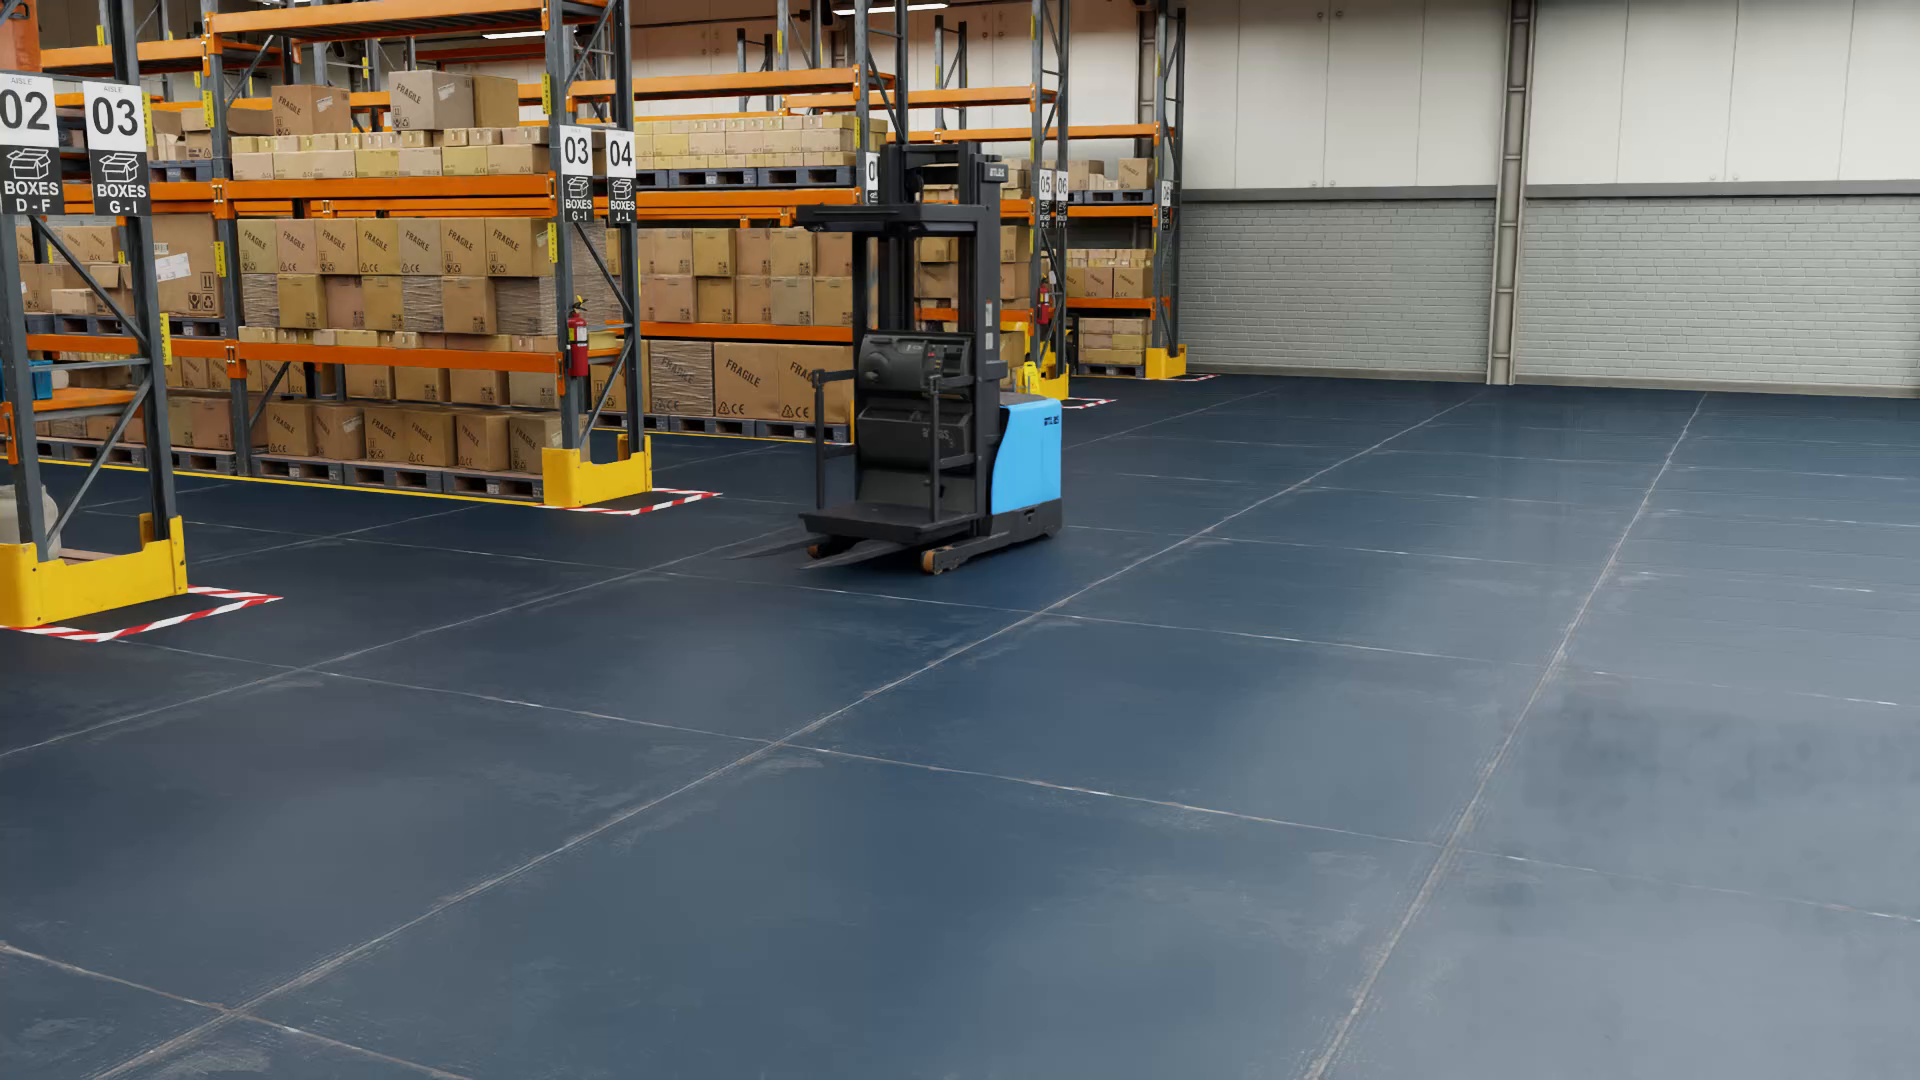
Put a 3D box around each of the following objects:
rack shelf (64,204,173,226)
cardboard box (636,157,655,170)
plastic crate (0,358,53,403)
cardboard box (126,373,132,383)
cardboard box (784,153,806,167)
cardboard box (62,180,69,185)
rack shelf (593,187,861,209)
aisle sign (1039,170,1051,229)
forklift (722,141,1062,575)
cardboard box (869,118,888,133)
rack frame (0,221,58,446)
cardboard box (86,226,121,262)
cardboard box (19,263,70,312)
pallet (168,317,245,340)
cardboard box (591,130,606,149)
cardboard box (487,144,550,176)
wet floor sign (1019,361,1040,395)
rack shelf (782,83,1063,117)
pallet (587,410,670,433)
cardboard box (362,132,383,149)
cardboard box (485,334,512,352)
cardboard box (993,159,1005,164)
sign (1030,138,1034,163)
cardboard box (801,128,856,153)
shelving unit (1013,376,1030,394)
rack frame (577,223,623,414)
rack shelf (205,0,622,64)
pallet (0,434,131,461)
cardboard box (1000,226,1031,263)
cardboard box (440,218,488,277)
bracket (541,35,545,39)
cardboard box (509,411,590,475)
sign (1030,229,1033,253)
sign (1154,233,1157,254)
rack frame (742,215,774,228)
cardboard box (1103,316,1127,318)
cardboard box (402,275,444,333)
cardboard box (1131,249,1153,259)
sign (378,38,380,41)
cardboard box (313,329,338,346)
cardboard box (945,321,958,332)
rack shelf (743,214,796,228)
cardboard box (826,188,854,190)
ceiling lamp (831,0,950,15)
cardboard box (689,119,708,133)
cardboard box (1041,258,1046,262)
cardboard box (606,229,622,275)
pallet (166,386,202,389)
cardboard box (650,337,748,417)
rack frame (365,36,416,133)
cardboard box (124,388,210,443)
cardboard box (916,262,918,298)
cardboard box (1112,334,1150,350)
[{"bbox_3d":[-13.416,-4.860,24.757,4.000,0.370,1.077,5,11,26],"label":"rack shelf"},{"bbox_3d":[-3.591,-4.415,19.527,0.250,0.149,0.380,5,11,25],"label":"cardboard box"},{"bbox_3d":[-5.919,-0.978,10.128,0.616,0.251,0.499,5,11,26],"label":"plastic crate"},{"bbox_3d":[-12.125,-2.361,24.176,0.250,0.149,0.380,5,11,27],"label":"cardboard box"},{"bbox_3d":[-1.765,-4.255,18.641,0.250,0.149,0.380,5,11,27],"label":"cardboard box"},{"bbox_3d":[-9.086,-3.726,16.893,0.500,0.250,0.500,5,12,27],"label":"cardboard box"},{"bbox_3d":[-2.654,-3.914,19.533,4.000,0.370,1.077,5,11,26],"label":"rack shelf"},{"bbox_3d":[1.166,-4.661,22.763,0.004,0.787,0.394,5,11,26],"label":"aisle sign"},{"bbox_3d":[-0.441,-1.299,11.679,1.130,2.935,3.031,7,12,33],"label":"forklift"},{"bbox_3d":[-1.019,-4.712,18.929,0.250,0.149,0.380,5,11,26],"label":"cardboard box"},{"bbox_3d":[-10.320,-2.481,18.015,0.127,3.000,1.000,5,11,26],"label":"rack frame"},{"bbox_3d":[-12.163,-4.262,23.931,0.500,0.500,0.500,5,11,24],"label":"cardboard box"},{"bbox_3d":[-9.818,-2.701,17.769,0.500,0.500,0.500,4,11,19],"label":"cardboard box"},{"bbox_3d":[-7.354,-2.155,16.752,1.213,0.211,1.003,5,11,26],"label":"pallet"},{"bbox_3d":[-3.291,-3.508,14.567,0.250,0.149,0.380,5,11,25],"label":"cardboard box"},{"bbox_3d":[-3.691,-3.250,14.264,0.500,0.250,0.500,5,12,27],"label":"cardboard box"},{"bbox_3d":[0.936,-2.089,22.460,0.267,0.644,0.232,-10,14,-43],"label":"wet floor sign"},{"bbox_3d":[-0.555,-6.187,23.678,4.000,0.370,1.077,5,11,26],"label":"rack shelf"},{"bbox_3d":[-3.800,-1.505,20.455,1.213,0.211,1.003,5,11,26],"label":"pallet"},{"bbox_3d":[-5.146,-3.578,14.954,0.250,0.149,0.380,5,12,27],"label":"cardboard box"},{"bbox_3d":[-3.964,-1.748,14.669,0.250,0.149,0.380,5,11,26],"label":"cardboard box"},{"bbox_3d":[0.591,-5.184,22.994,0.250,0.149,0.380,5,12,27],"label":"cardboard box"},{"bbox_3d":[0.975,-5.258,22.450,0.005,0.325,0.100,5,11,26],"label":"sign"},{"bbox_3d":[-1.423,-4.433,18.505,0.500,0.250,0.500,5,11,27],"label":"cardboard box"},{"bbox_3d":[0.281,-0.716,13.320,0.503,1.200,0.258,7,12,32],"label":"shelving unit"},{"bbox_3d":[-4.448,-2.950,20.607,0.127,3.000,1.000,5,11,26],"label":"rack frame"},{"bbox_3d":[-4.939,-4.605,14.933,4.000,0.370,1.077,5,11,26],"label":"rack shelf"},{"bbox_3d":[-9.620,-1.047,17.922,1.213,0.211,1.003,5,11,26],"label":"pallet"},{"bbox_3d":[0.684,-4.126,23.182,0.500,0.500,0.700,5,11,24],"label":"cardboard box"},{"bbox_3d":[-4.199,-2.580,14.642,0.500,0.500,0.500,5,11,26],"label":"cardboard box"},{"bbox_3d":[-8.084,-10.070,32.995,0.430,0.232,0.235,5,11,26],"label":"bracket"},{"bbox_3d":[-3.699,-0.879,15.004,0.500,0.500,0.500,8,13,36],"label":"cardboard box"},{"bbox_3d":[0.975,-4.071,22.665,0.005,0.325,0.100,5,11,26],"label":"sign"},{"bbox_3d":[3.179,-4.827,27.062,0.005,0.325,0.100,5,11,26],"label":"sign"},{"bbox_3d":[-3.742,-4.857,31.142,0.127,3.000,1.000,5,11,26],"label":"rack frame"},{"bbox_3d":[2.635,-3.679,28.368,0.500,0.250,0.500,5,11,26],"label":"cardboard box"},{"bbox_3d":[-4.558,-2.160,15.128,0.500,0.500,0.875,5,11,26],"label":"cardboard box"},{"bbox_3d":[3.017,-4.736,27.536,0.250,0.149,0.380,5,11,26],"label":"cardboard box"},{"bbox_3d":[-7.793,-6.844,22.208,0.005,0.325,0.100,5,11,26],"label":"sign"},{"bbox_3d":[-5.784,-1.896,15.487,0.250,0.149,0.380,5,11,26],"label":"cardboard box"},{"bbox_3d":[-0.178,-3.035,23.692,0.250,0.149,0.380,5,12,27],"label":"cardboard box"},{"bbox_3d":[-1.949,-5.821,30.068,4.000,0.370,1.077,5,11,26],"label":"rack shelf"},{"bbox_3d":[-1.608,-5.179,24.089,0.500,0.250,0.500,5,11,25],"label":"cardboard box"},{"bbox_3d":[-1.004,-10.004,26.347,2.000,3.185,0.800,5,11,26],"label":"ceiling lamp"},{"bbox_3d":[-2.907,-4.748,19.124,0.250,0.149,0.380,5,11,26],"label":"cardboard box"},{"bbox_3d":[1.392,-4.718,28.272,0.250,0.149,0.380,5,11,25],"label":"cardboard box"},{"bbox_3d":[-4.132,-3.520,20.306,0.550,0.550,0.875,5,11,26],"label":"cardboard box"},{"bbox_3d":[-10.923,-2.147,24.000,1.213,0.211,1.003,5,11,26],"label":"pallet"},{"bbox_3d":[-3.105,-1.980,20.034,0.875,0.875,0.875,5,11,26],"label":"cardboard box"},{"bbox_3d":[-9.522,-7.331,27.968,0.127,3.000,1.000,5,11,26],"label":"rack frame"},{"bbox_3d":[-8.195,-1.289,17.211,0.500,0.500,0.700,4,11,21],"label":"cardboard box"},{"bbox_3d":[-0.710,-3.751,23.915,0.500,0.500,0.500,5,11,26],"label":"cardboard box"},{"bbox_3d":[2.857,-3.314,27.758,0.500,0.250,0.500,5,11,25],"label":"cardboard box"}]
